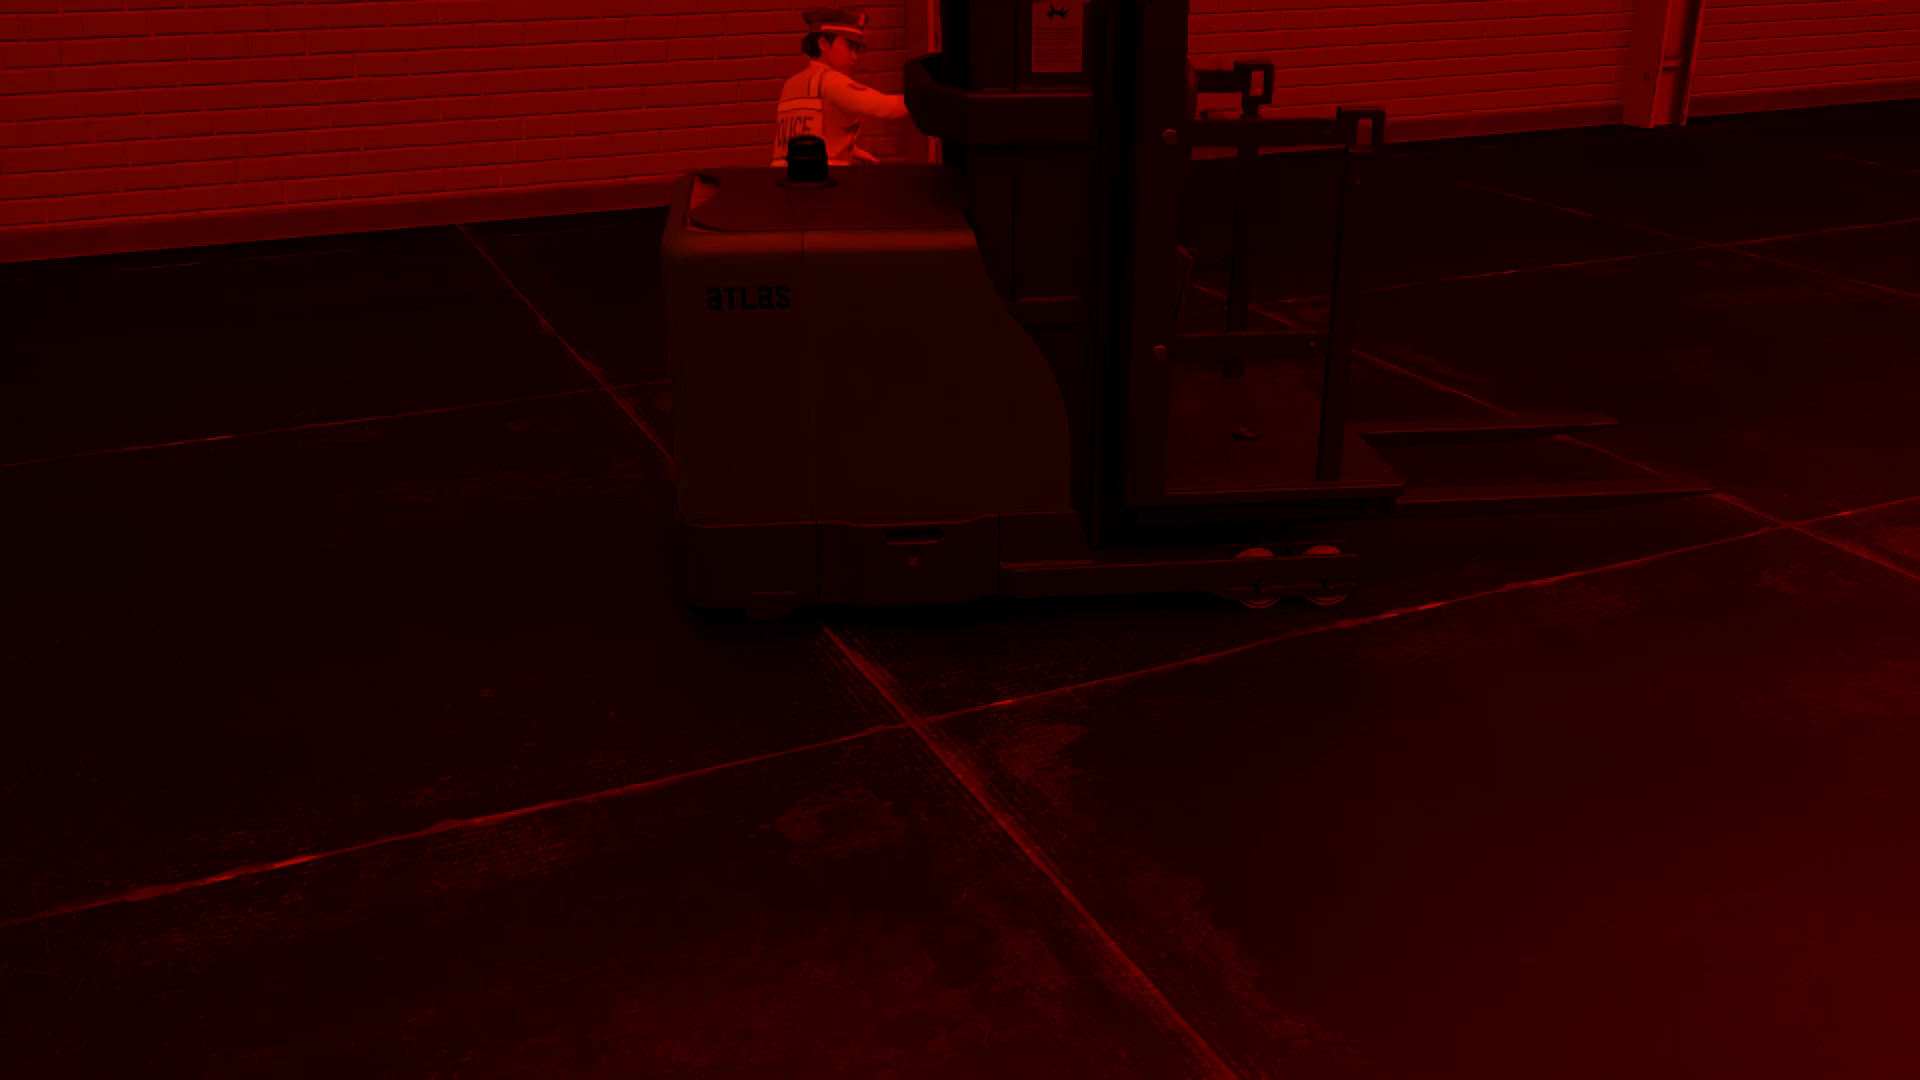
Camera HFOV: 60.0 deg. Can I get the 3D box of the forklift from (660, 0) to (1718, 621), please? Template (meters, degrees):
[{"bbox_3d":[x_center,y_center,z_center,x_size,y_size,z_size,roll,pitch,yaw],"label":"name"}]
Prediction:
[{"bbox_3d":[0.691,-1.362,4.564,3.031,2.935,1.130,-2,23,-6],"label":"forklift"}]

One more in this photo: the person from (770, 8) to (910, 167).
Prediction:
[{"bbox_3d":[-0.409,-1.441,6.759,0.729,1.394,0.898,15,27,31],"label":"person"}]
